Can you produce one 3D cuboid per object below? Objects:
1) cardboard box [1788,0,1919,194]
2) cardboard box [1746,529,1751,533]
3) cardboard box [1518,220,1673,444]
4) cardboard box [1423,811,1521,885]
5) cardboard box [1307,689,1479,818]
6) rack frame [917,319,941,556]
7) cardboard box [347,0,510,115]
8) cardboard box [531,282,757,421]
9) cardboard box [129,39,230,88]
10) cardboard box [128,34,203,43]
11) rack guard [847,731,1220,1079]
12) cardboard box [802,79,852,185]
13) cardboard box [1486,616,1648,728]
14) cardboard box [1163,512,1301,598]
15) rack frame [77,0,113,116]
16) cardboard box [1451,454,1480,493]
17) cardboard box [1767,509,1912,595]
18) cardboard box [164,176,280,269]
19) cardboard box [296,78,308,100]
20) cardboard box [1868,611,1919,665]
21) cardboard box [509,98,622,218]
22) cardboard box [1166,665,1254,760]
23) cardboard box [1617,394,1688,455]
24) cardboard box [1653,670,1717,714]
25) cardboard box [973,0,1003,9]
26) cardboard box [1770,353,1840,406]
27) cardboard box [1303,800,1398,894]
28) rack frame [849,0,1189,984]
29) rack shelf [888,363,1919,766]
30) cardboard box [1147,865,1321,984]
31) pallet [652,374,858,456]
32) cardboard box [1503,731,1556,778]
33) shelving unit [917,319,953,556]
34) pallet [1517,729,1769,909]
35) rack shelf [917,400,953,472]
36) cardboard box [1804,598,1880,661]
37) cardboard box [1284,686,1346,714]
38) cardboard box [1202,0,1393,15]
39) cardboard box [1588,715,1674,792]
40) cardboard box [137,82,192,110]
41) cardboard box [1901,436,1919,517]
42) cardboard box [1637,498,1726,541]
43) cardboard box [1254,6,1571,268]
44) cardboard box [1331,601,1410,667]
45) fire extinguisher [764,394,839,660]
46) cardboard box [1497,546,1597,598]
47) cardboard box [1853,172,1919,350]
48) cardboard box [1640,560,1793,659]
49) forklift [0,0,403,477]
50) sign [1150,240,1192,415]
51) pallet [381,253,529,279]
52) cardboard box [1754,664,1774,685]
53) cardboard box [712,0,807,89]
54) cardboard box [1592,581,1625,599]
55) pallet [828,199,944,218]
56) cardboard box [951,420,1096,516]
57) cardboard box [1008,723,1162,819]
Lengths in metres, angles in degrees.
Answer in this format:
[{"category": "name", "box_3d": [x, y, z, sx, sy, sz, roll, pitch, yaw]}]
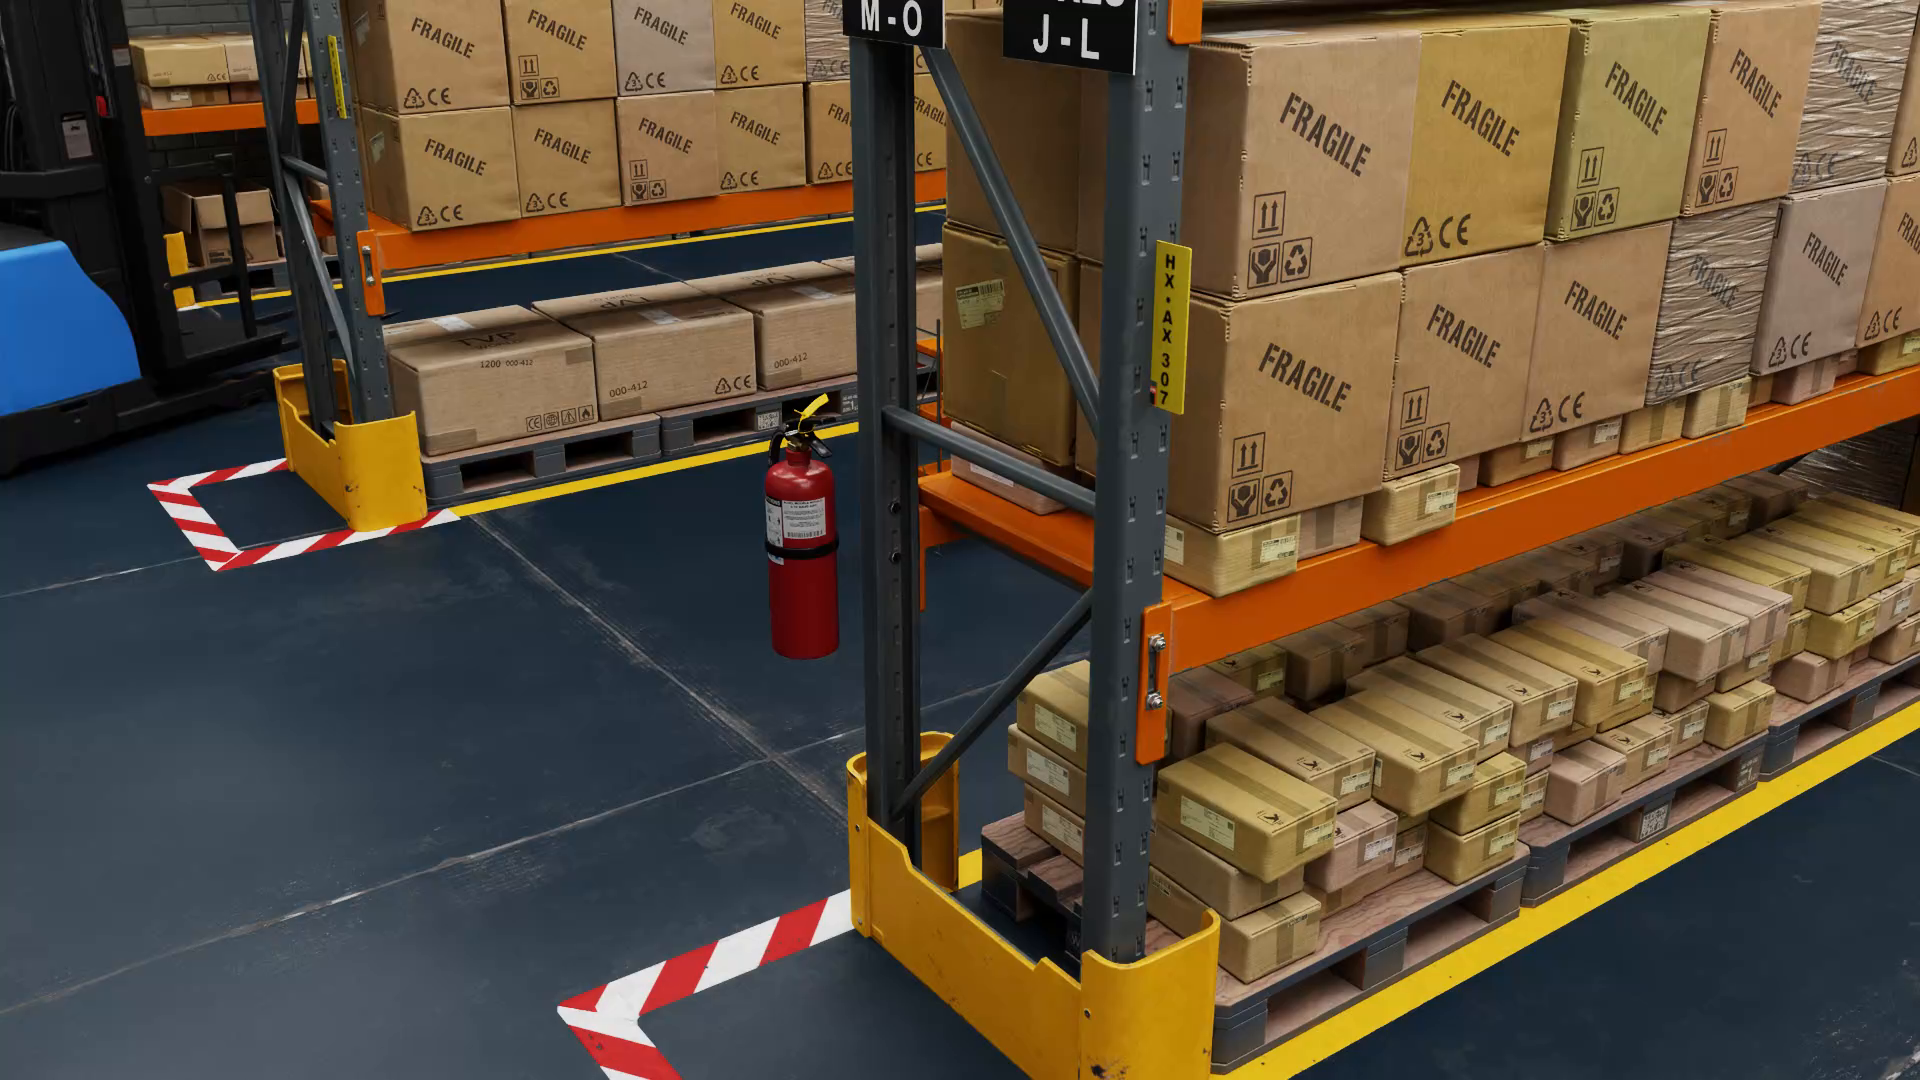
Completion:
[{"category": "cardboard box", "box_3d": [2.269, -1.281, 4.673, 0.500, 0.500, 0.500, -14, 26, -31]}, {"category": "cardboard box", "box_3d": [2.851, -0.062, 6.383, 0.250, 0.149, 0.380, -14, 25, -30]}, {"category": "cardboard box", "box_3d": [1.436, -0.594, 4.300, 0.500, 0.500, 0.500, -15, 26, -32]}, {"category": "cardboard box", "box_3d": [1.332, 0.783, 4.666, 0.250, 0.149, 0.380, -15, 26, -32]}, {"category": "cardboard box", "box_3d": [1.142, 0.561, 4.422, 0.250, 0.149, 0.380, -15, 26, -33]}, {"category": "rack frame", "box_3d": [-0.142, -0.450, 7.107, 0.008, 1.050, 0.200, -15, 26, -33]}, {"category": "cardboard box", "box_3d": [-2.331, -2.165, 7.292, 0.500, 0.500, 0.500, -16, 27, -34]}, {"category": "cardboard box", "box_3d": [-1.672, -1.015, 8.783, 0.875, 0.438, 0.875, -14, 26, -31]}, {"category": "cardboard box", "box_3d": [-5.264, -3.215, 11.206, 0.500, 0.250, 0.500, -15, 26, -33]}, {"category": "cardboard box", "box_3d": [-5.571, -3.377, 11.613, 0.500, 0.250, 0.500, -14, 26, -31]}, {"category": "rack guard", "box_3d": [0.147, 0.975, 4.277, 0.348, 0.500, 1.175, -15, 26, -33]}, {"category": "cardboard box", "box_3d": [-0.682, -2.145, 8.590, 0.500, 0.500, 0.500, -15, 26, -34]}, {"category": "cardboard box", "box_3d": [1.766, 0.382, 4.870, 0.250, 0.149, 0.380, -14, 26, -32]}, {"category": "cardboard box", "box_3d": [0.540, -0.024, 3.748, 0.250, 0.149, 0.380, -15, 26, -33]}, {"category": "rack frame", "box_3d": [-5.789, -3.129, 11.190, 0.127, 3.000, 1.000, -15, 26, -33]}, {"category": "cardboard box", "box_3d": [1.102, -0.231, 4.267, 0.250, 0.149, 0.380, -14, 25, -30]}, {"category": "cardboard box", "box_3d": [3.011, 0.040, 5.725, 0.250, 0.149, 0.380, -15, 26, -32]}, {"category": "cardboard box", "box_3d": [-5.238, -2.268, 11.835, 0.637, 0.503, 0.797, -16, 27, -35]}, {"category": "cardboard box", "box_3d": [-4.749, -3.173, 11.641, 0.250, 0.149, 0.380, -14, 26, -31]}, {"category": "cardboard box", "box_3d": [3.213, 0.282, 5.924, 0.250, 0.149, 0.380, -15, 26, -32]}, {"category": "cardboard box", "box_3d": [-1.936, -1.818, 7.771, 0.500, 0.500, 0.500, -15, 26, -34]}, {"category": "cardboard box", "box_3d": [0.605, 0.456, 4.684, 0.250, 0.149, 0.380, -14, 26, -32]}, {"category": "cardboard box", "box_3d": [1.776, -0.377, 4.633, 0.250, 0.149, 0.380, -14, 26, -31]}, {"category": "cardboard box", "box_3d": [2.157, 0.383, 5.268, 0.250, 0.149, 0.380, -16, 27, -35]}, {"category": "cardboard box", "box_3d": [0.138, -2.828, 8.952, 0.500, 0.500, 0.500, -15, 26, -33]}, {"category": "cardboard box", "box_3d": [2.413, -0.541, 5.045, 0.250, 0.149, 0.380, -16, 27, -35]}, {"category": "cardboard box", "box_3d": [0.916, 0.743, 4.365, 0.250, 0.149, 0.380, -15, 26, -33]}, {"category": "rack frame", "box_3d": [0.085, -0.169, 3.773, 0.127, 3.000, 1.000, -15, 26, -33]}, {"category": "rack shelf", "box_3d": [1.709, -0.268, 4.991, 4.000, 0.370, 1.077, -15, 26, -33]}, {"category": "cardboard box", "box_3d": [0.698, 0.943, 4.266, 0.250, 0.149, 0.380, -14, 26, -32]}, {"category": "pallet", "box_3d": [-1.295, -0.800, 9.118, 1.213, 0.211, 1.003, -15, 26, -33]}, {"category": "cardboard box", "box_3d": [1.495, 0.555, 4.837, 0.250, 0.149, 0.380, -16, 27, -35]}, {"category": "shelving unit", "box_3d": [-0.043, -0.476, 7.173, 0.252, 1.050, 0.215, -15, 26, -33]}, {"category": "pallet", "box_3d": [1.817, 0.682, 5.403, 1.213, 0.211, 1.003, -15, 26, -33]}, {"category": "rack shelf", "box_3d": [-0.043, -0.466, 7.177, 0.240, 0.259, 0.215, -15, 26, -33]}, {"category": "cardboard box", "box_3d": [2.843, 0.245, 5.613, 0.250, 0.149, 0.380, -16, 27, -35]}, {"category": "cardboard box", "box_3d": [1.046, 0.481, 5.021, 0.250, 0.149, 0.380, -15, 26, -33]}, {"category": "cardboard box", "box_3d": [0.723, -1.102, 4.225, 0.500, 0.500, 0.500, -16, 27, -35]}, {"category": "cardboard box", "box_3d": [1.946, 0.604, 5.115, 0.250, 0.149, 0.380, -15, 26, -33]}, {"category": "cardboard box", "box_3d": [-5.362, -3.001, 11.208, 0.250, 0.149, 0.380, -15, 26, -33]}, {"category": "cardboard box", "box_3d": [4.087, -0.149, 6.529, 0.500, 0.500, 0.500, -14, 26, -31]}, {"category": "cardboard box", "box_3d": [2.497, -0.059, 5.973, 0.250, 0.149, 0.380, -15, 26, -34]}, {"category": "cardboard box", "box_3d": [1.011, -0.947, 3.836, 0.500, 0.500, 0.500, -14, 26, -31]}, {"category": "cardboard box", "box_3d": [1.173, 0.250, 5.201, 0.250, 0.149, 0.380, -14, 26, -31]}, {"category": "fire extinguisher", "box_3d": [-0.389, -0.044, 4.068, 0.183, 0.674, 0.296, -15, 26, -33]}, {"category": "cardboard box", "box_3d": [1.871, 0.119, 5.528, 0.250, 0.149, 0.380, -16, 27, -35]}, {"category": "cardboard box", "box_3d": [2.683, -0.918, 5.113, 0.500, 0.500, 0.500, -16, 27, -34]}, {"category": "cardboard box", "box_3d": [2.391, 0.216, 5.286, 0.250, 0.149, 0.380, -16, 27, -35]}, {"category": "forklift", "box_3d": [-4.501, -2.157, 8.848, 1.130, 2.935, 3.031, 12, 24, 27]}, {"category": "sign", "box_3d": [0.403, -0.408, 3.203, 0.005, 0.325, 0.100, -15, 26, -33]}, {"category": "pallet", "box_3d": [-4.092, -2.286, 12.839, 1.213, 0.211, 1.003, -15, 26, -33]}, {"category": "cardboard box", "box_3d": [2.492, 0.410, 5.602, 0.250, 0.149, 0.380, -16, 27, -34]}, {"category": "cardboard box", "box_3d": [-1.098, -2.501, 8.134, 0.500, 0.500, 0.500, -15, 26, -33]}, {"category": "cardboard box", "box_3d": [2.064, 0.194, 5.743, 0.250, 0.149, 0.380, -14, 25, -30]}, {"category": "pallet", "box_3d": [-0.913, -3.153, 15.012, 1.213, 0.211, 1.003, -15, 26, -33]}, {"category": "cardboard box", "box_3d": [0.185, -0.208, 4.209, 0.250, 0.149, 0.380, -15, 26, -33]}, {"category": "cardboard box", "box_3d": [0.347, 0.622, 4.670, 0.250, 0.149, 0.380, -16, 27, -34]}]
